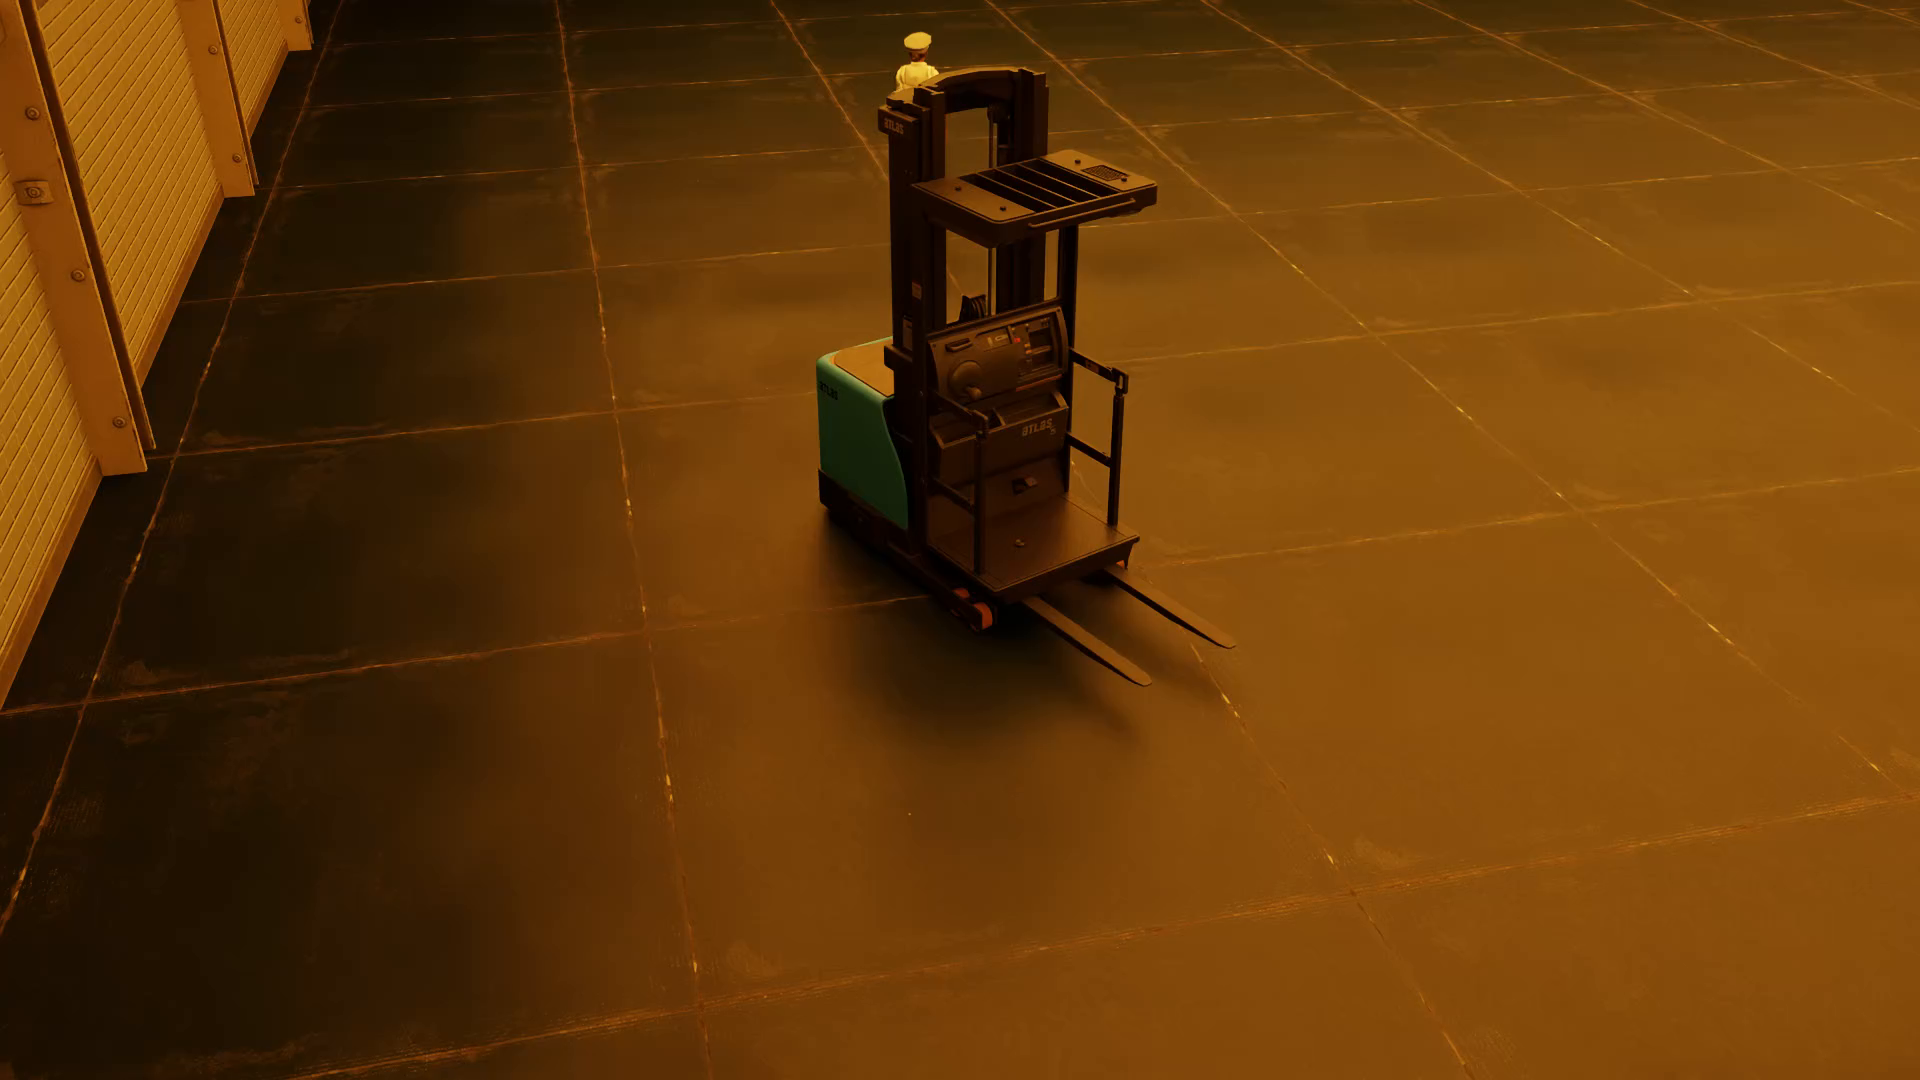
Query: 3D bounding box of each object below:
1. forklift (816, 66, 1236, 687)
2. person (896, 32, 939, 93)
[{"bbox_3d":[0.355,-1.021,9.338,1.130,2.935,3.031,-20,35,-30],"label":"forklift"},{"bbox_3d":[-0.367,-3.855,15.477,0.443,1.691,0.336,4,30,7],"label":"person"}]
